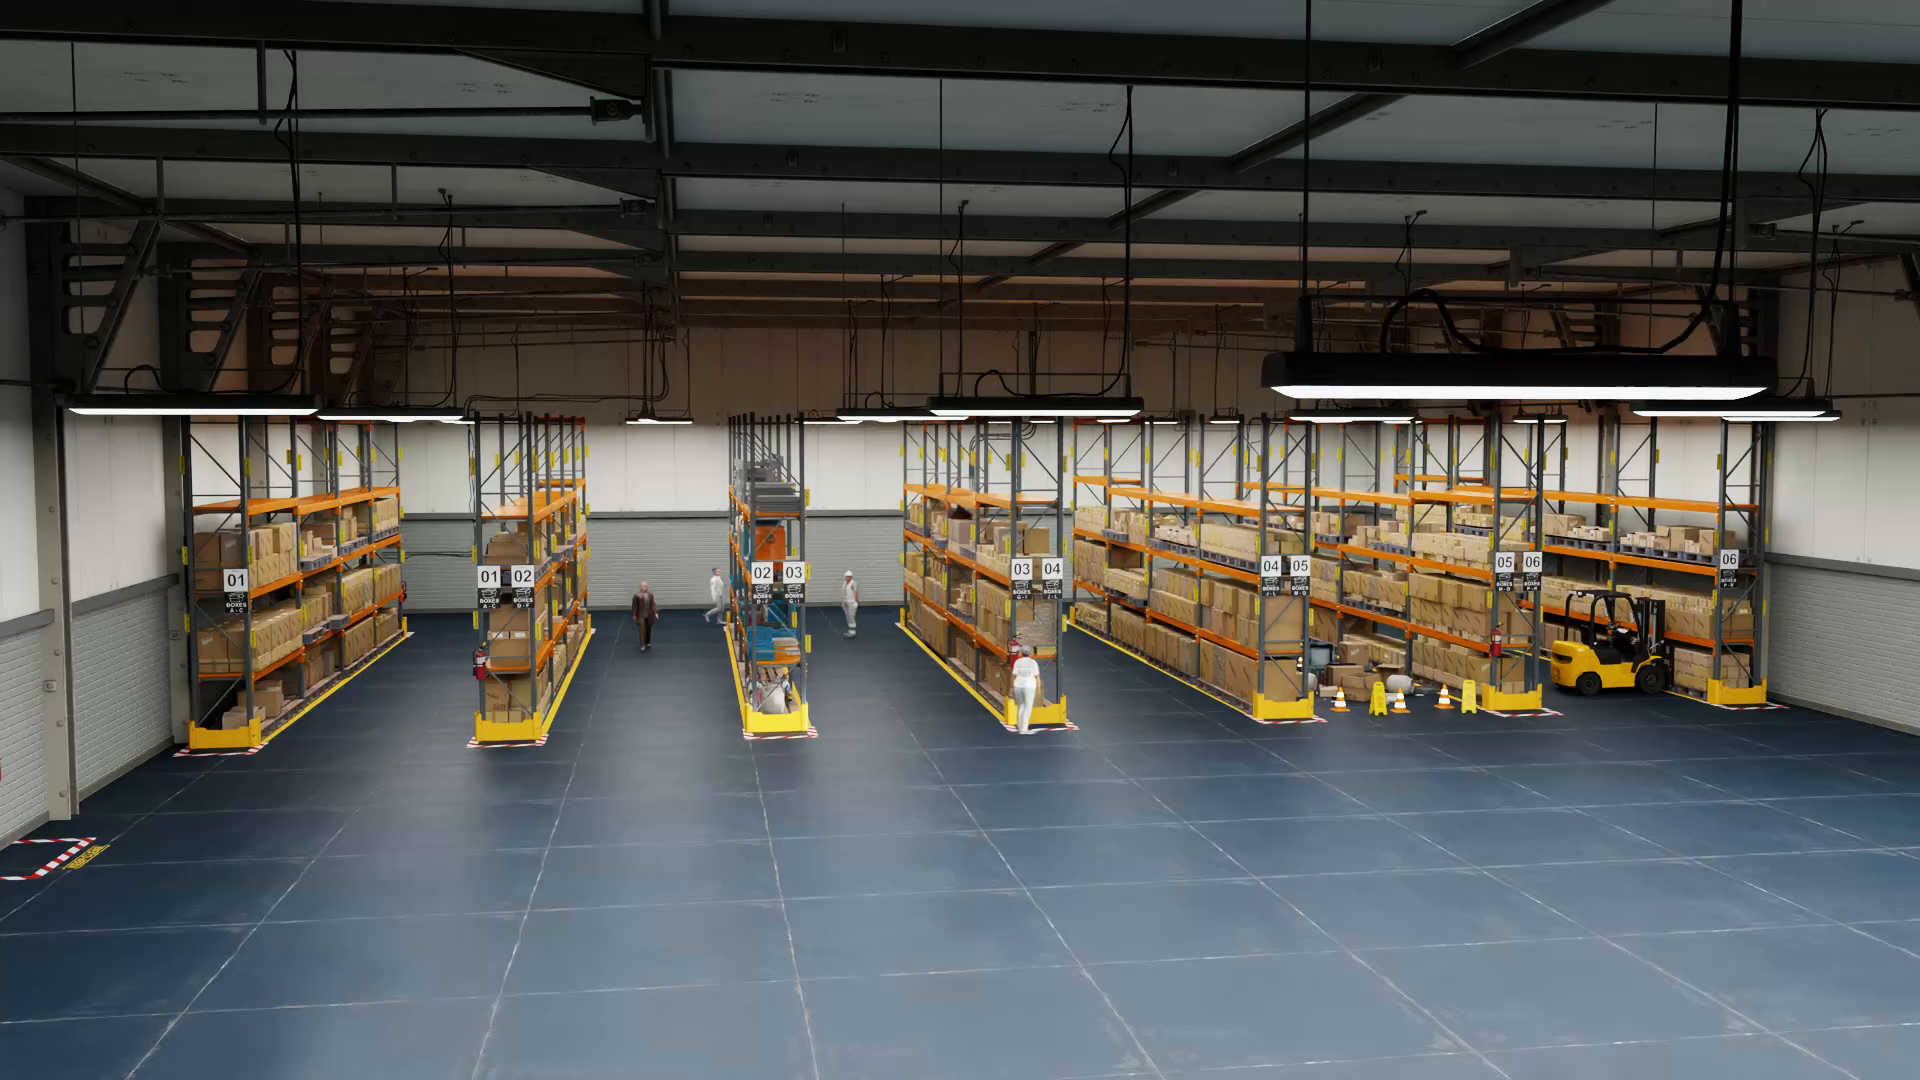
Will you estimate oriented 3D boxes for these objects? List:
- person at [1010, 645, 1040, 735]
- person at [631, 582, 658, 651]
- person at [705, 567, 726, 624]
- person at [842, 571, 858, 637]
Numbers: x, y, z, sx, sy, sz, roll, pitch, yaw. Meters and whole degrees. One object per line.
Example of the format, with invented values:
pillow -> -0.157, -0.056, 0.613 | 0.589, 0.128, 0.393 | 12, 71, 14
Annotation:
person -> 1.250, 2.787, 31.127 | 0.553, 1.654, 0.598 | 3, 5, 36
person -> -8.066, 1.943, 42.567 | 0.671, 1.722, 1.118 | -1, 4, -12
person -> -7.069, 1.609, 48.136 | 0.597, 1.666, 0.492 | 0, 4, 5
person -> -3.033, 1.736, 45.351 | 0.389, 1.794, 0.637 | -4, 5, -43
